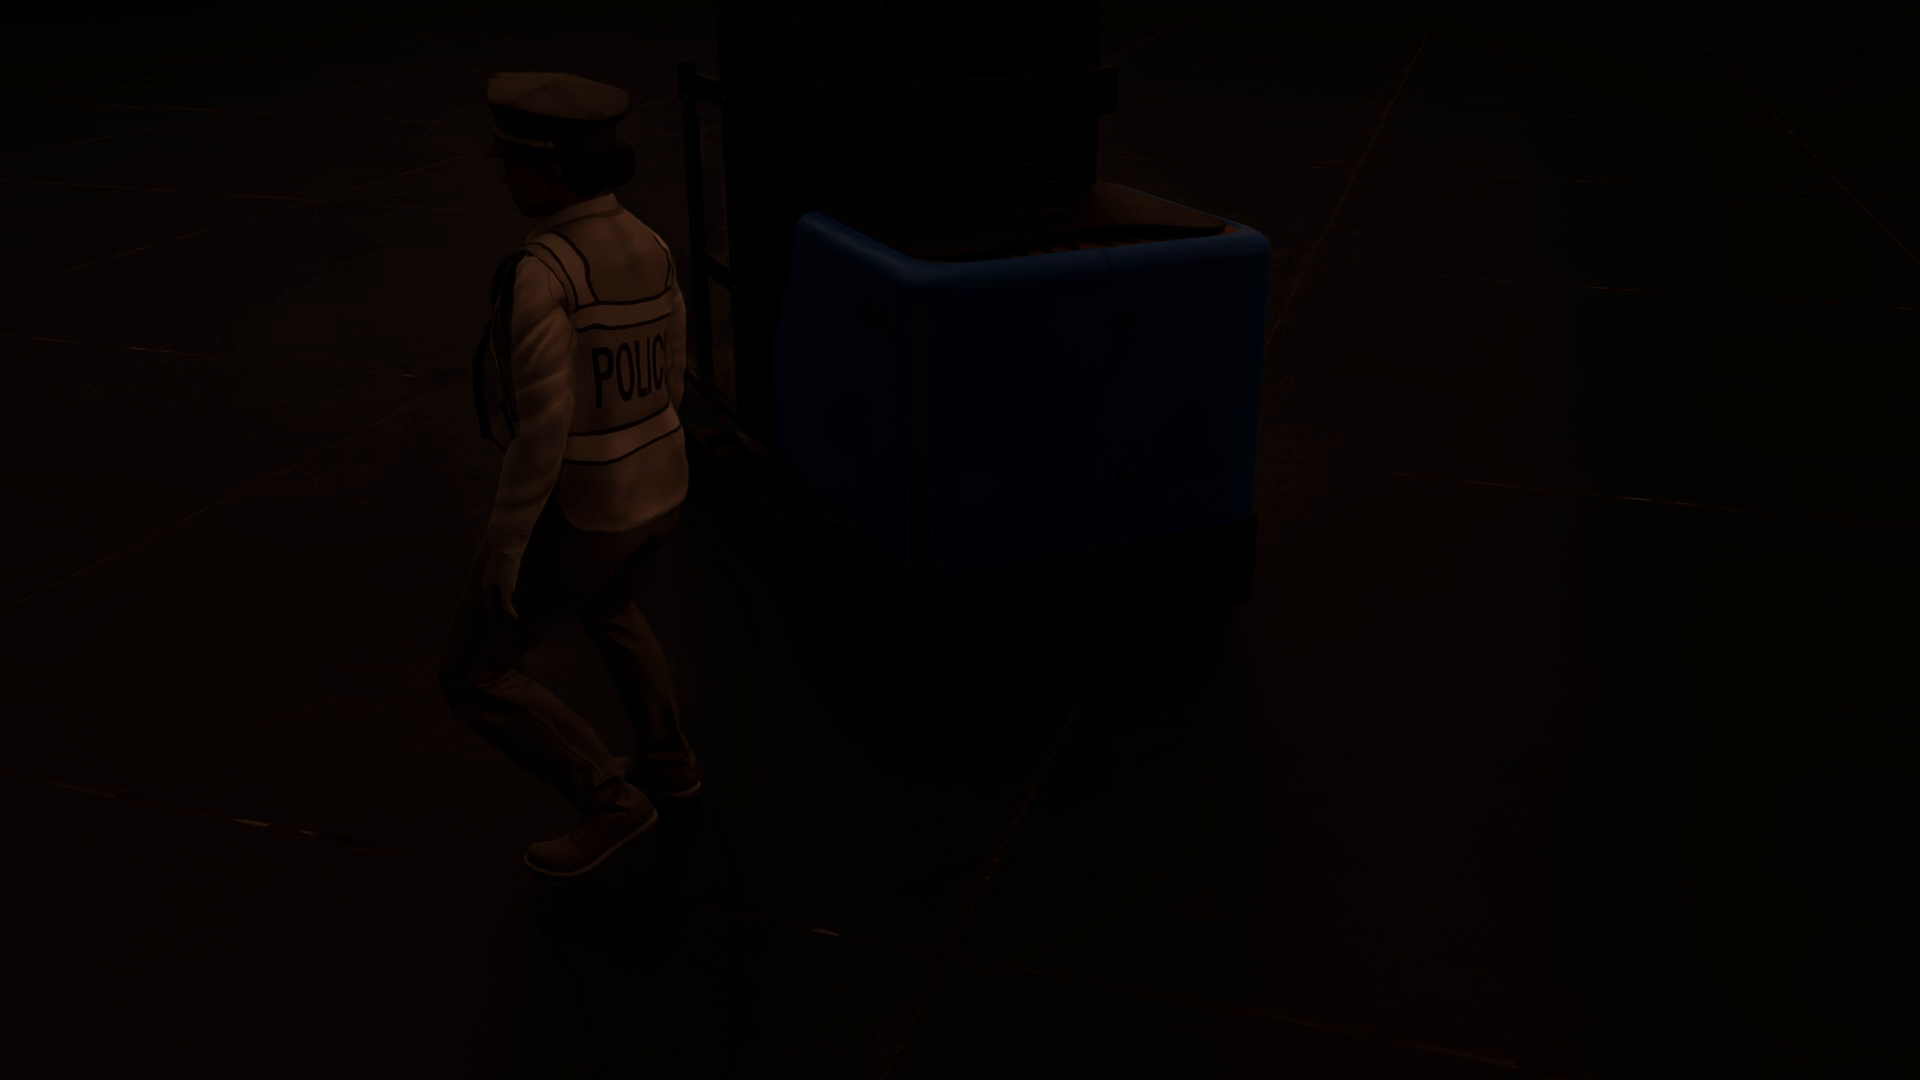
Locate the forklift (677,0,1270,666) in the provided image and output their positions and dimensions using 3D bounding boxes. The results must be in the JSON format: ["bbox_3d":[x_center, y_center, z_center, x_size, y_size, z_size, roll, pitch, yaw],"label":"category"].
[{"bbox_3d":[-0.283,-1.566,5.073,1.130,2.935,3.031,-10,25,-23],"label":"forklift"}]

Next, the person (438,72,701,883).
[{"bbox_3d":[-0.734,-0.097,3.281,0.418,1.606,0.715,10,24,23],"label":"person"}]
